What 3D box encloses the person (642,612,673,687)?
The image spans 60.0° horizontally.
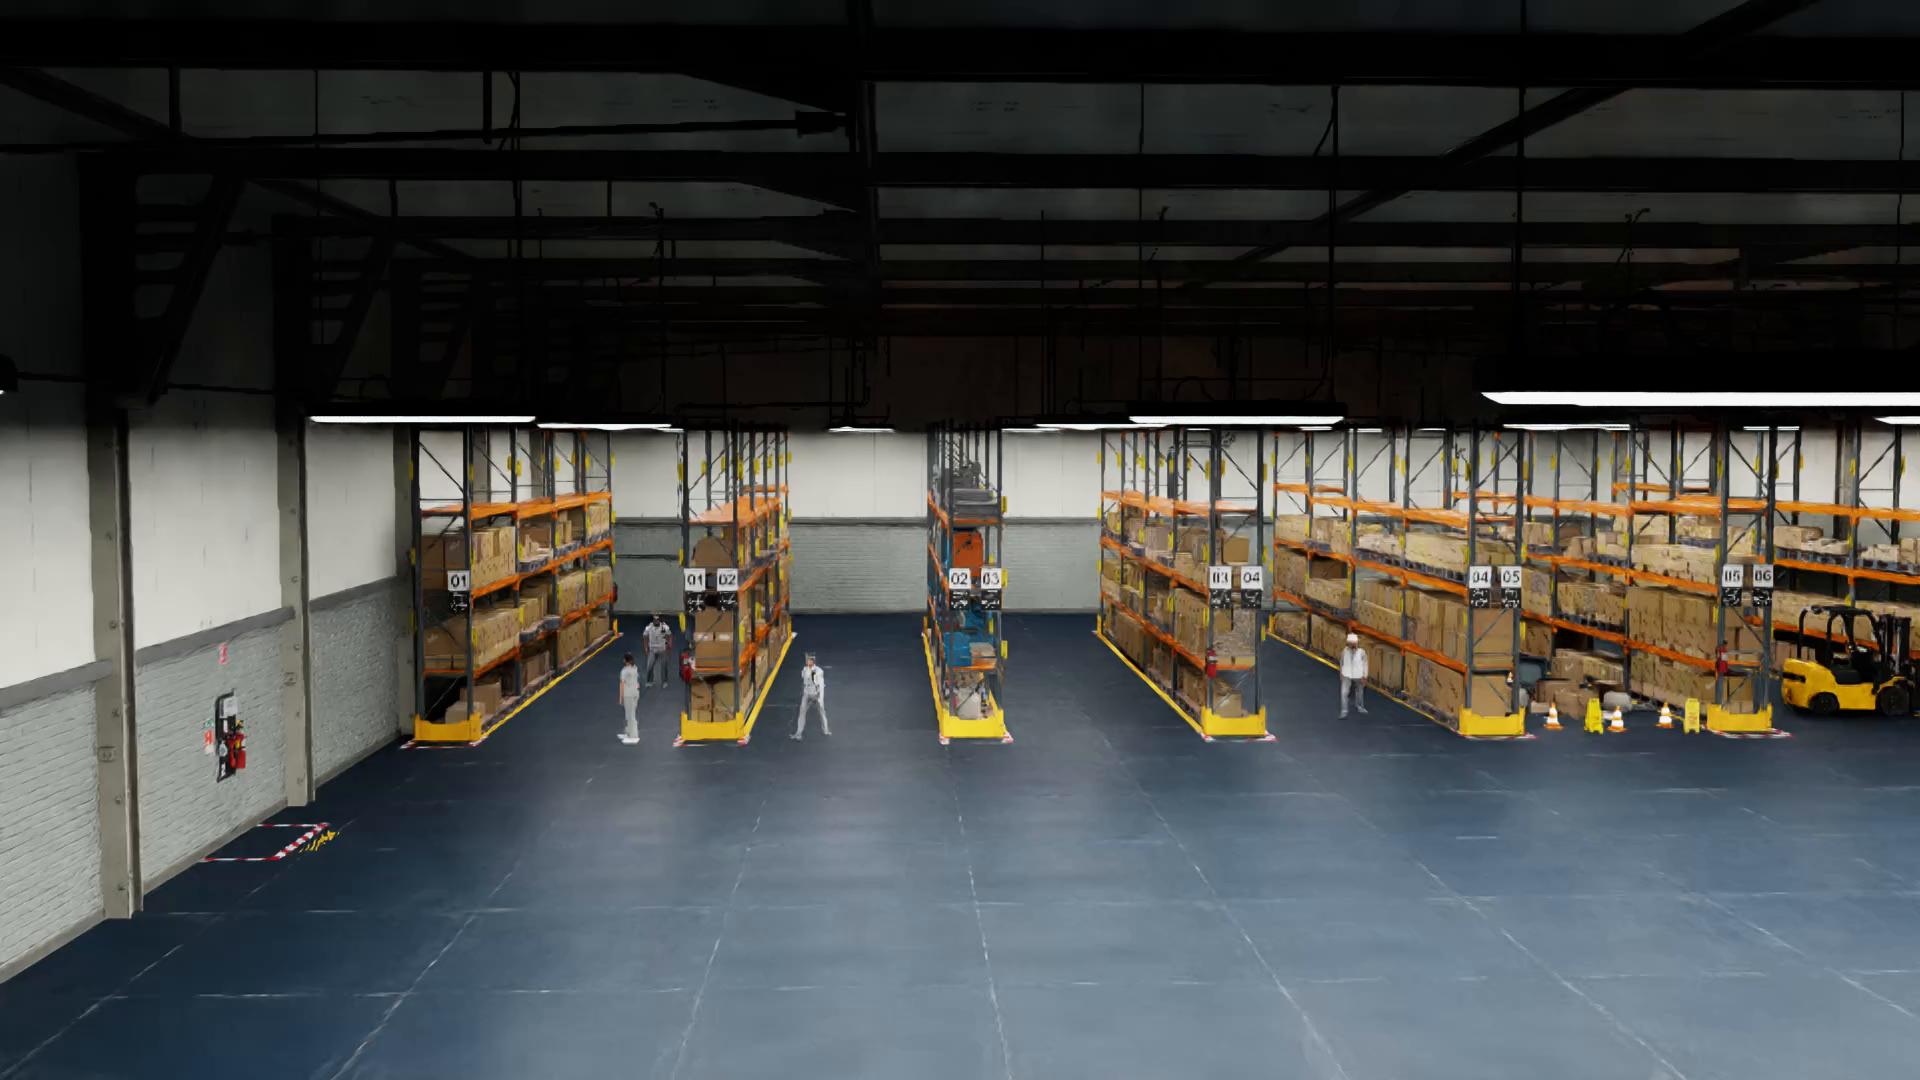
[{"bbox_3d":[-6.830,2.468,37.566,0.682,1.711,0.542,0,4,-5],"label":"person"}]

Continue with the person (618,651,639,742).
[{"bbox_3d":[-6.167,2.893,30.897,0.565,1.667,0.546,2,4,22],"label":"person"}]

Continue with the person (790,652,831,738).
[{"bbox_3d":[-2.779,2.903,31.226,0.523,1.625,0.912,2,4,25],"label":"person"}]

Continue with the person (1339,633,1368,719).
[{"bbox_3d":[7.934,2.723,33.525,0.568,1.724,0.960,1,4,19],"label":"person"}]
